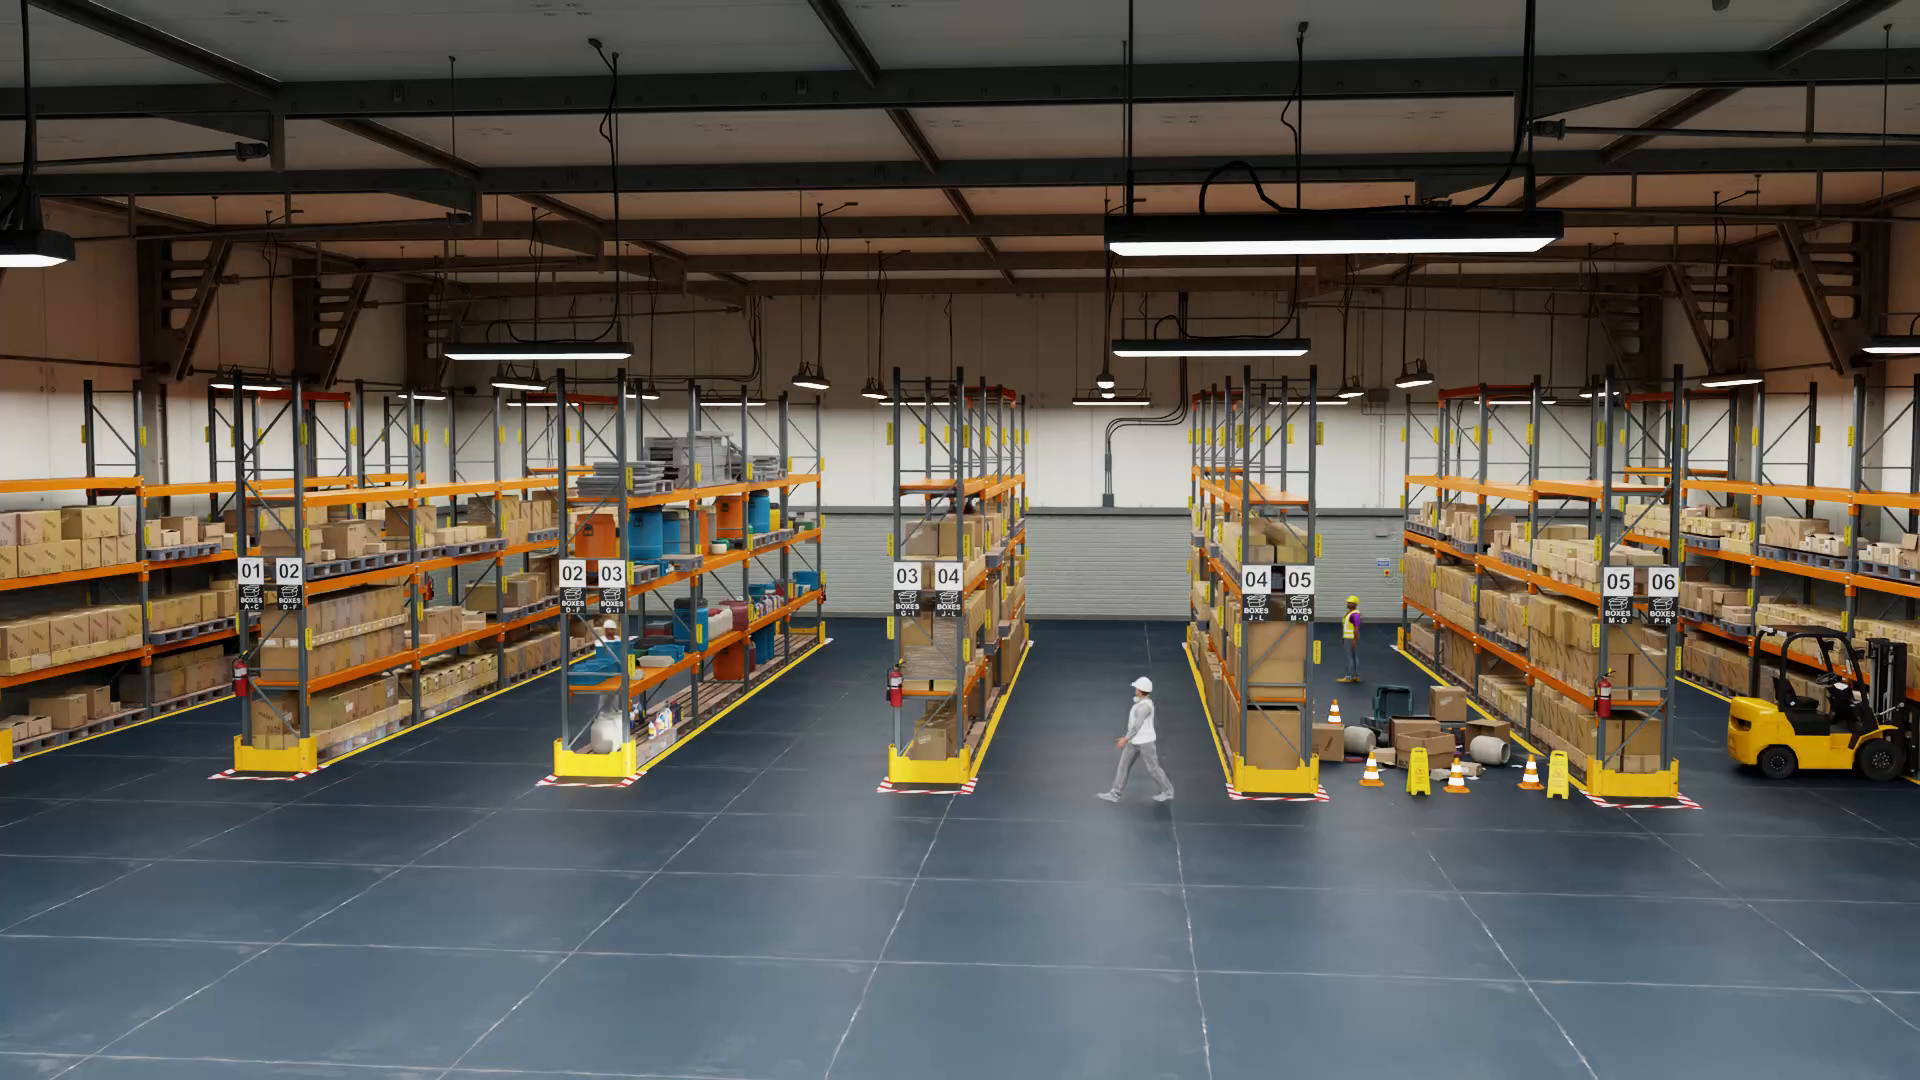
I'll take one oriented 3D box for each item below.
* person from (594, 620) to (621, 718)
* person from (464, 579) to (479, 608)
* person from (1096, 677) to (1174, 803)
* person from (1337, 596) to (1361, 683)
[{"bbox_3d":[-6.167,2.328,29.425,0.422,1.819,0.605,3,5,45],"label":"person"},{"bbox_3d":[-11.421,1.736,39.173,0.446,1.641,0.707,0,4,4],"label":"person"},{"bbox_3d":[2.415,2.726,22.611,1.042,1.726,0.474,-1,4,-20],"label":"person"},{"bbox_3d":[7.964,2.020,33.933,0.467,1.772,0.604,1,4,23],"label":"person"}]
